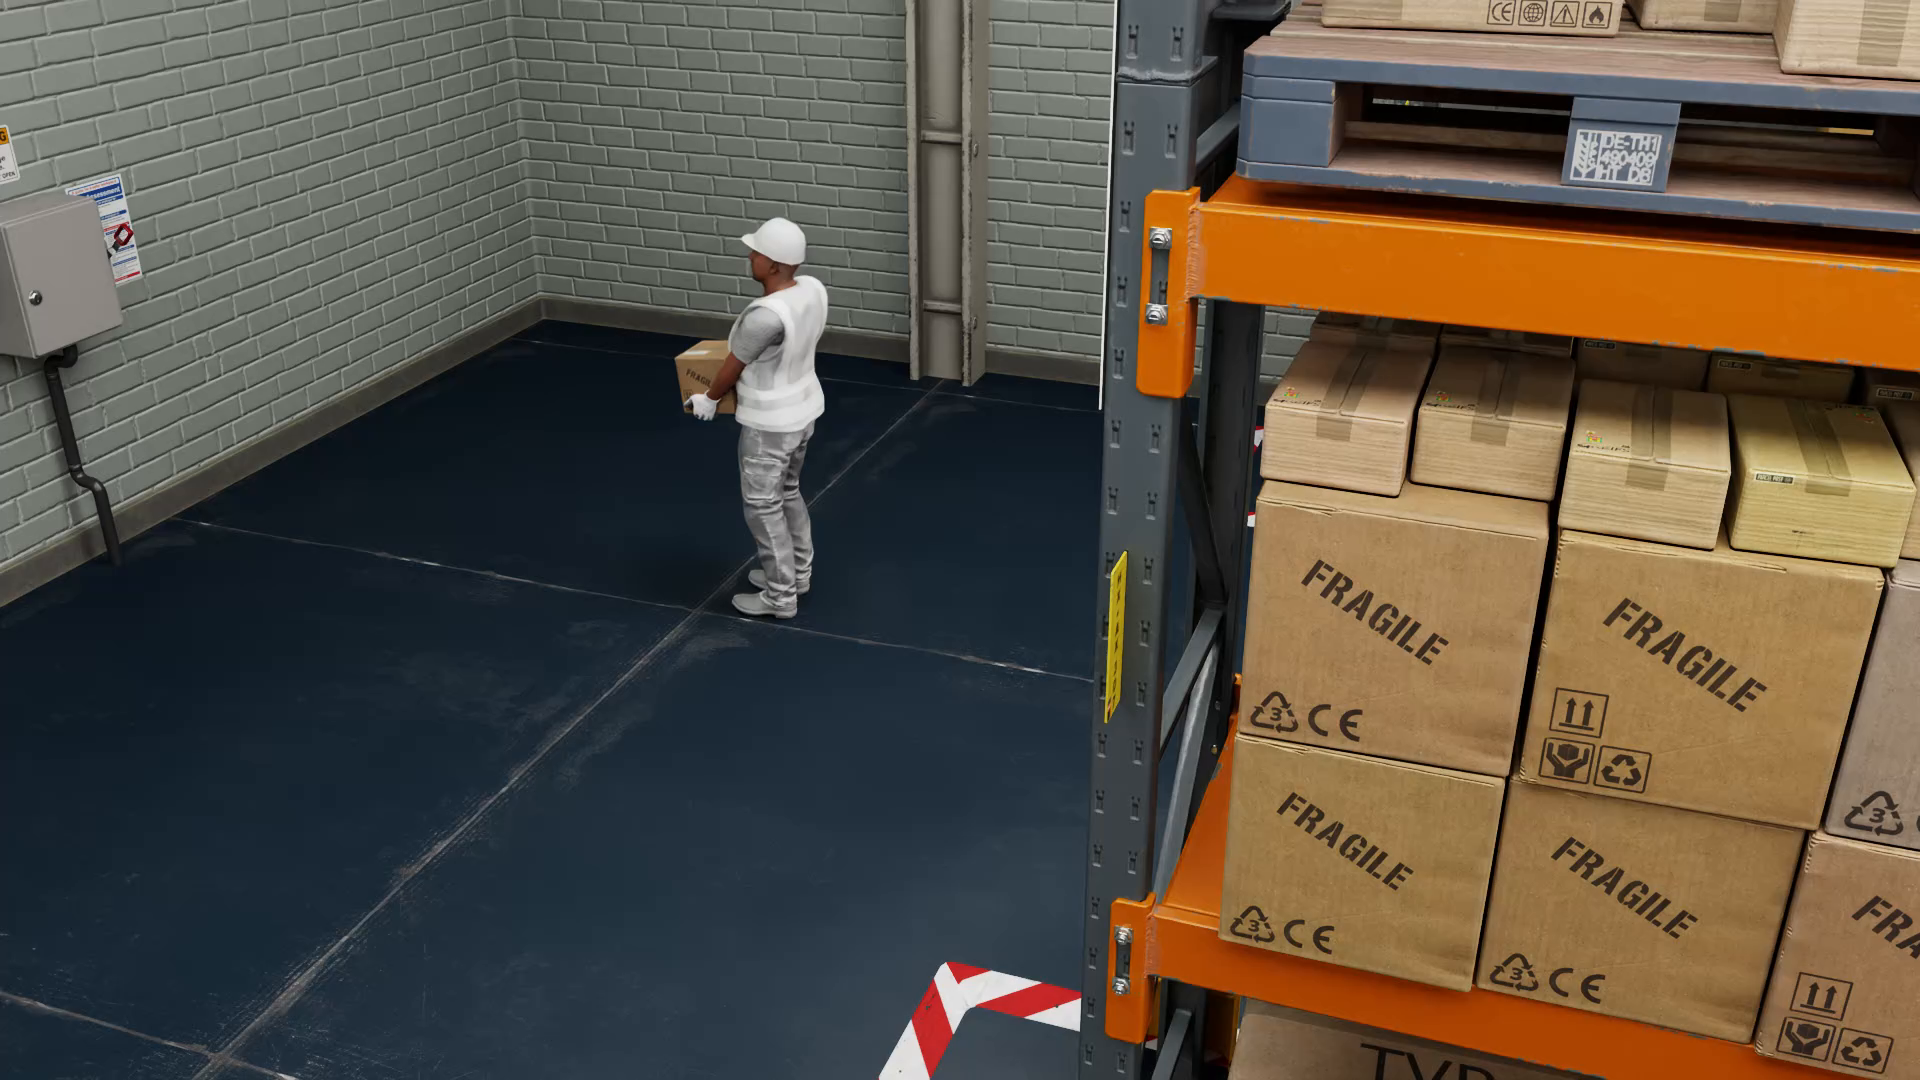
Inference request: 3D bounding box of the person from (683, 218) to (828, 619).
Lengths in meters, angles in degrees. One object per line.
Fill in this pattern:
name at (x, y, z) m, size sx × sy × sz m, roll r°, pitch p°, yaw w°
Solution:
person at (-0.882, -0.532, 7.209) m, size 0.573 × 1.778 × 0.487 m, roll 9°, pitch 27°, yaw 18°
